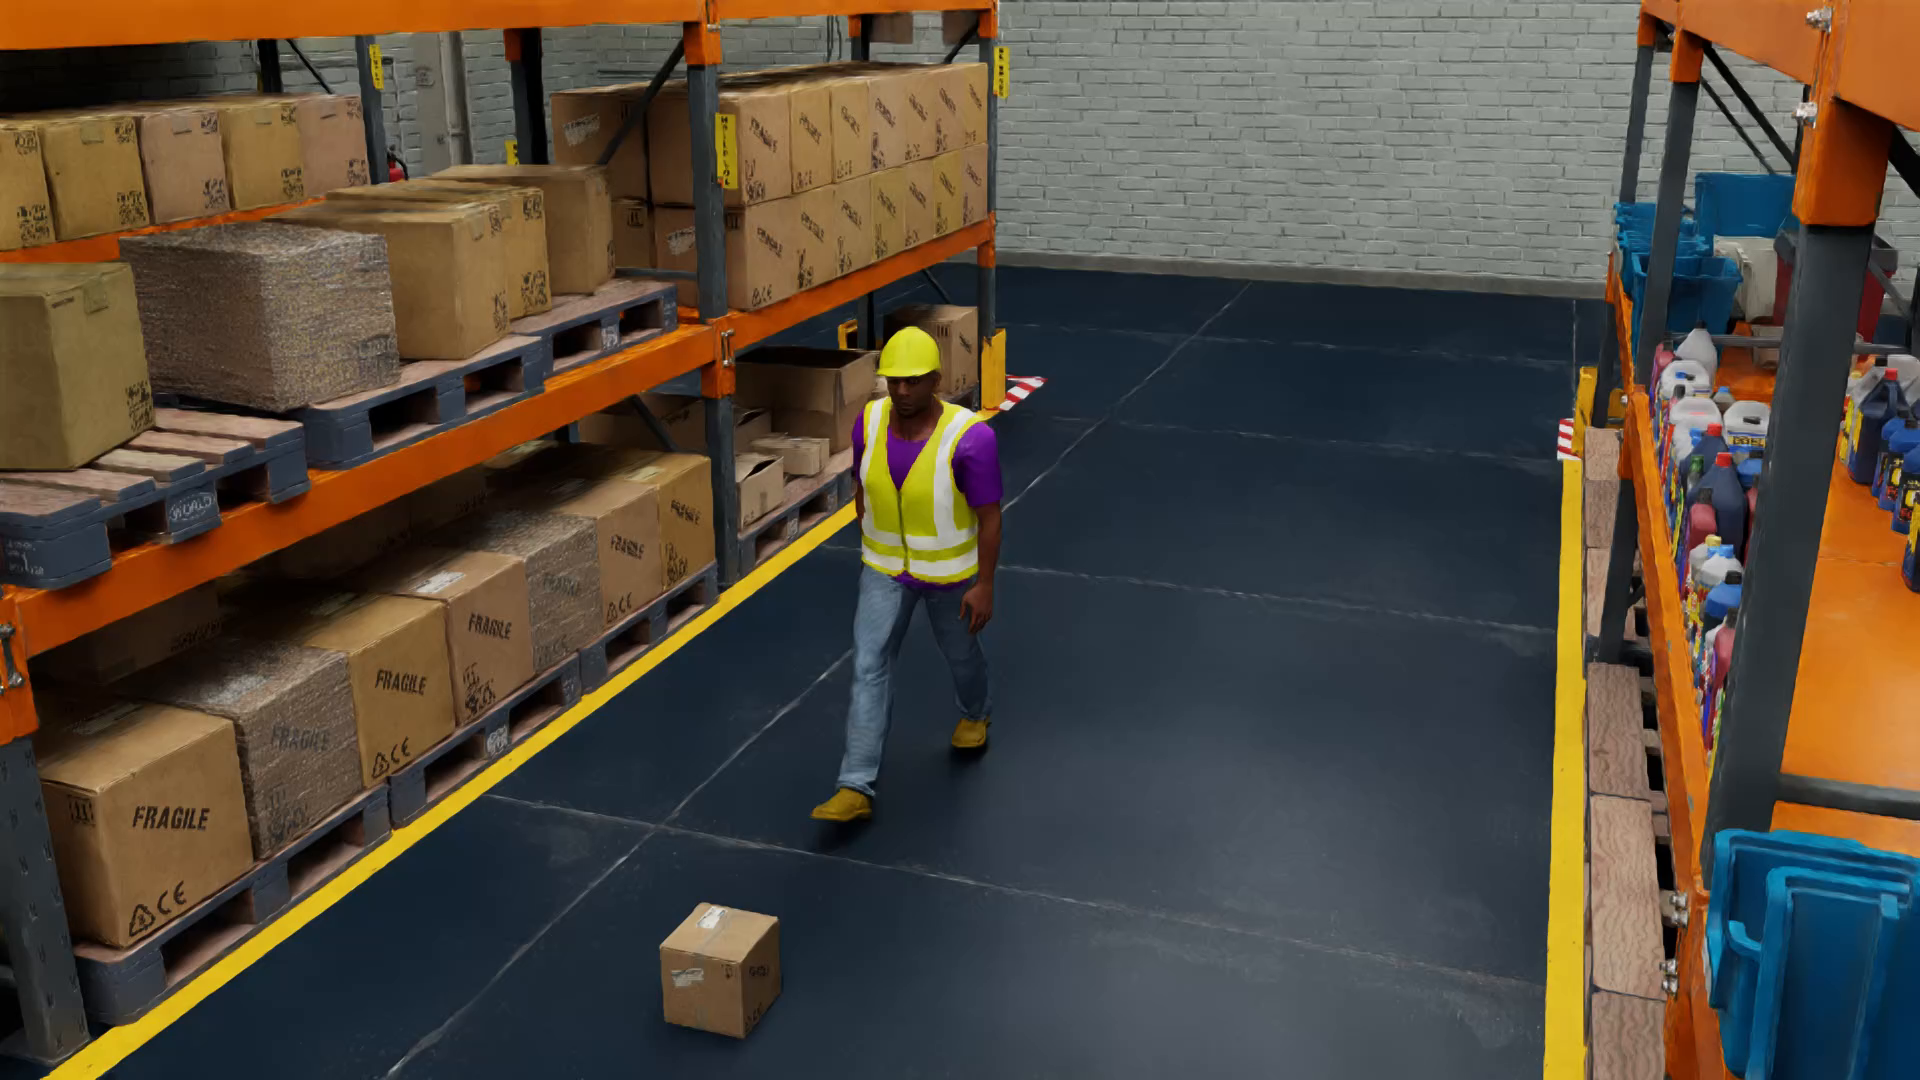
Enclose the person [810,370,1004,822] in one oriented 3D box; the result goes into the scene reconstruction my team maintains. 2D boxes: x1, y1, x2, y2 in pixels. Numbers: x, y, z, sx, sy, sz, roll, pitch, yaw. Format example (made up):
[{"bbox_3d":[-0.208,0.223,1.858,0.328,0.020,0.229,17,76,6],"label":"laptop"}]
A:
[{"bbox_3d":[-0.141,0.108,5.797,0.580,1.652,1.124,6,19,17],"label":"person"}]
